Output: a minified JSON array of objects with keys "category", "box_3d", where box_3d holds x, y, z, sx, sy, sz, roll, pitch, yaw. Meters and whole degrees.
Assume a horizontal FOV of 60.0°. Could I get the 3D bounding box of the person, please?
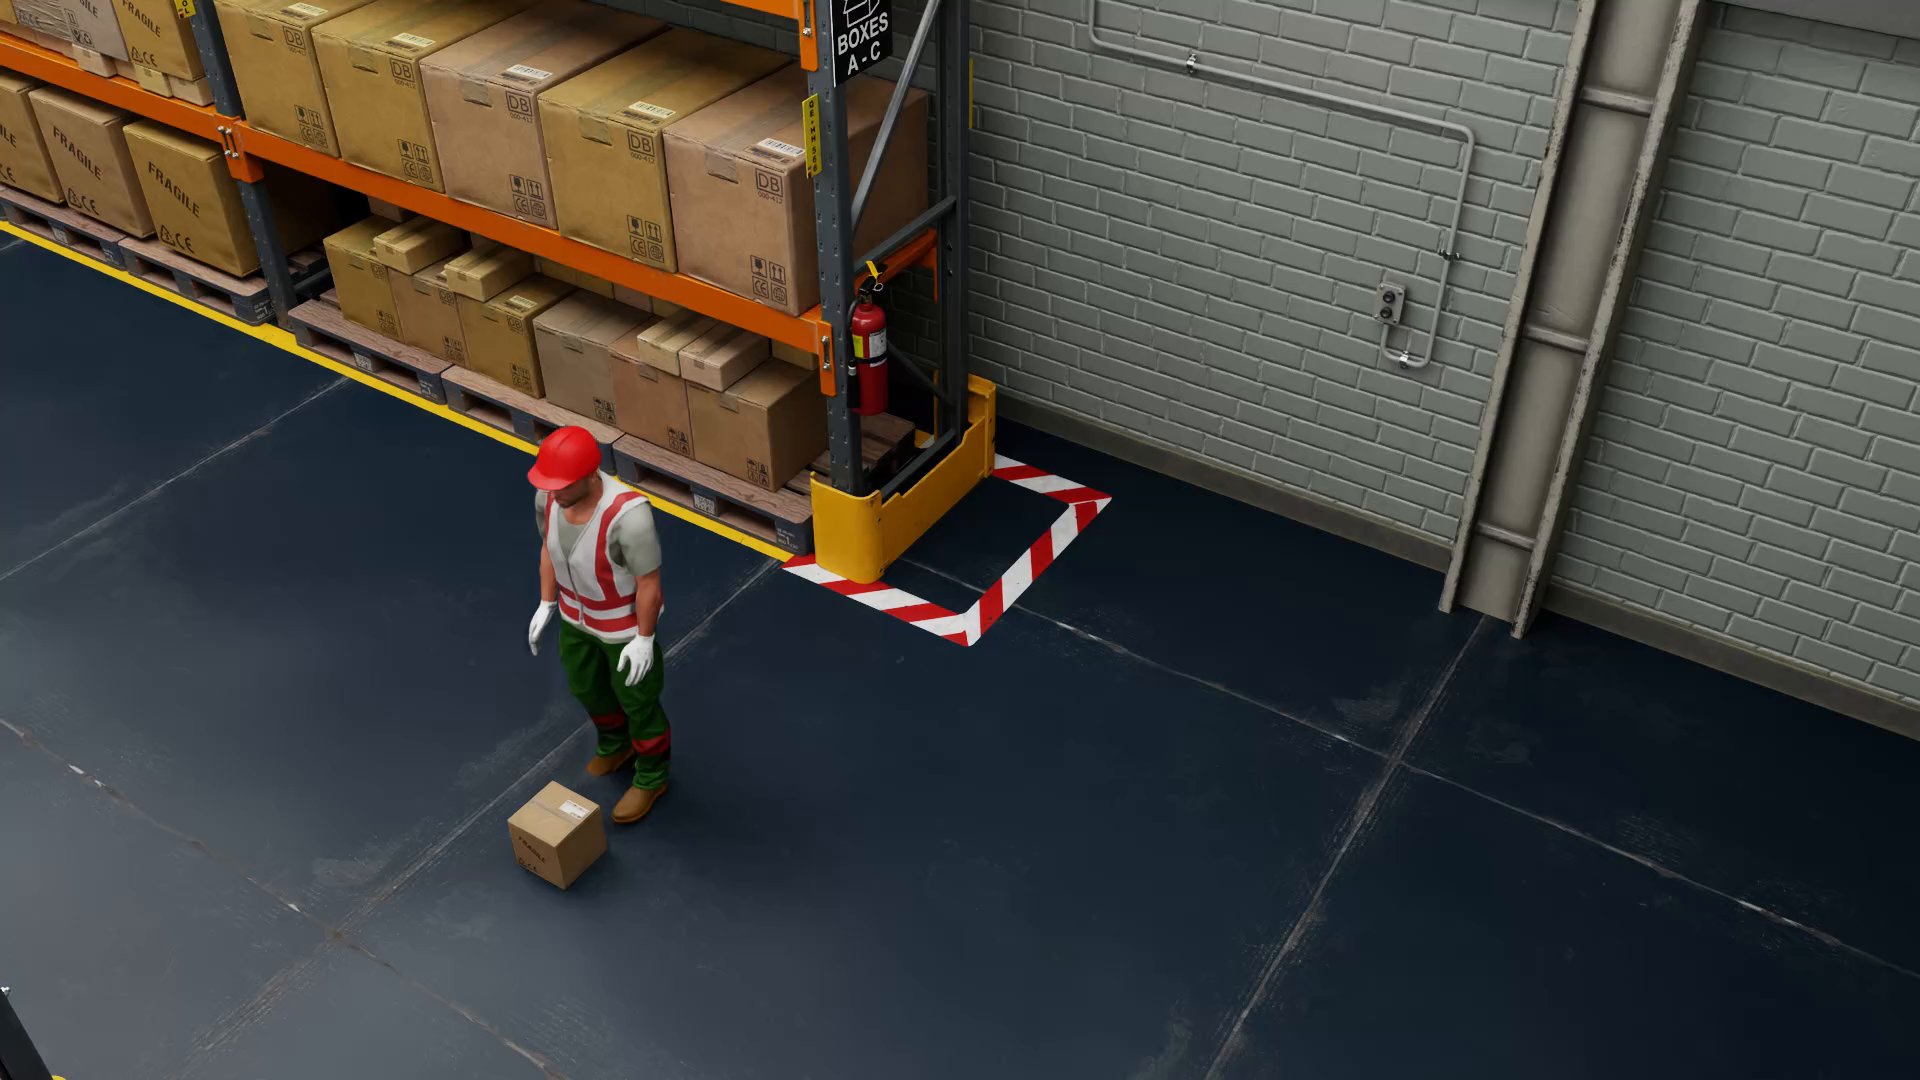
[{"category":"person","box_3d":[-1.340,0.342,6.271,0.539,1.857,0.413,21,43,25]}]
